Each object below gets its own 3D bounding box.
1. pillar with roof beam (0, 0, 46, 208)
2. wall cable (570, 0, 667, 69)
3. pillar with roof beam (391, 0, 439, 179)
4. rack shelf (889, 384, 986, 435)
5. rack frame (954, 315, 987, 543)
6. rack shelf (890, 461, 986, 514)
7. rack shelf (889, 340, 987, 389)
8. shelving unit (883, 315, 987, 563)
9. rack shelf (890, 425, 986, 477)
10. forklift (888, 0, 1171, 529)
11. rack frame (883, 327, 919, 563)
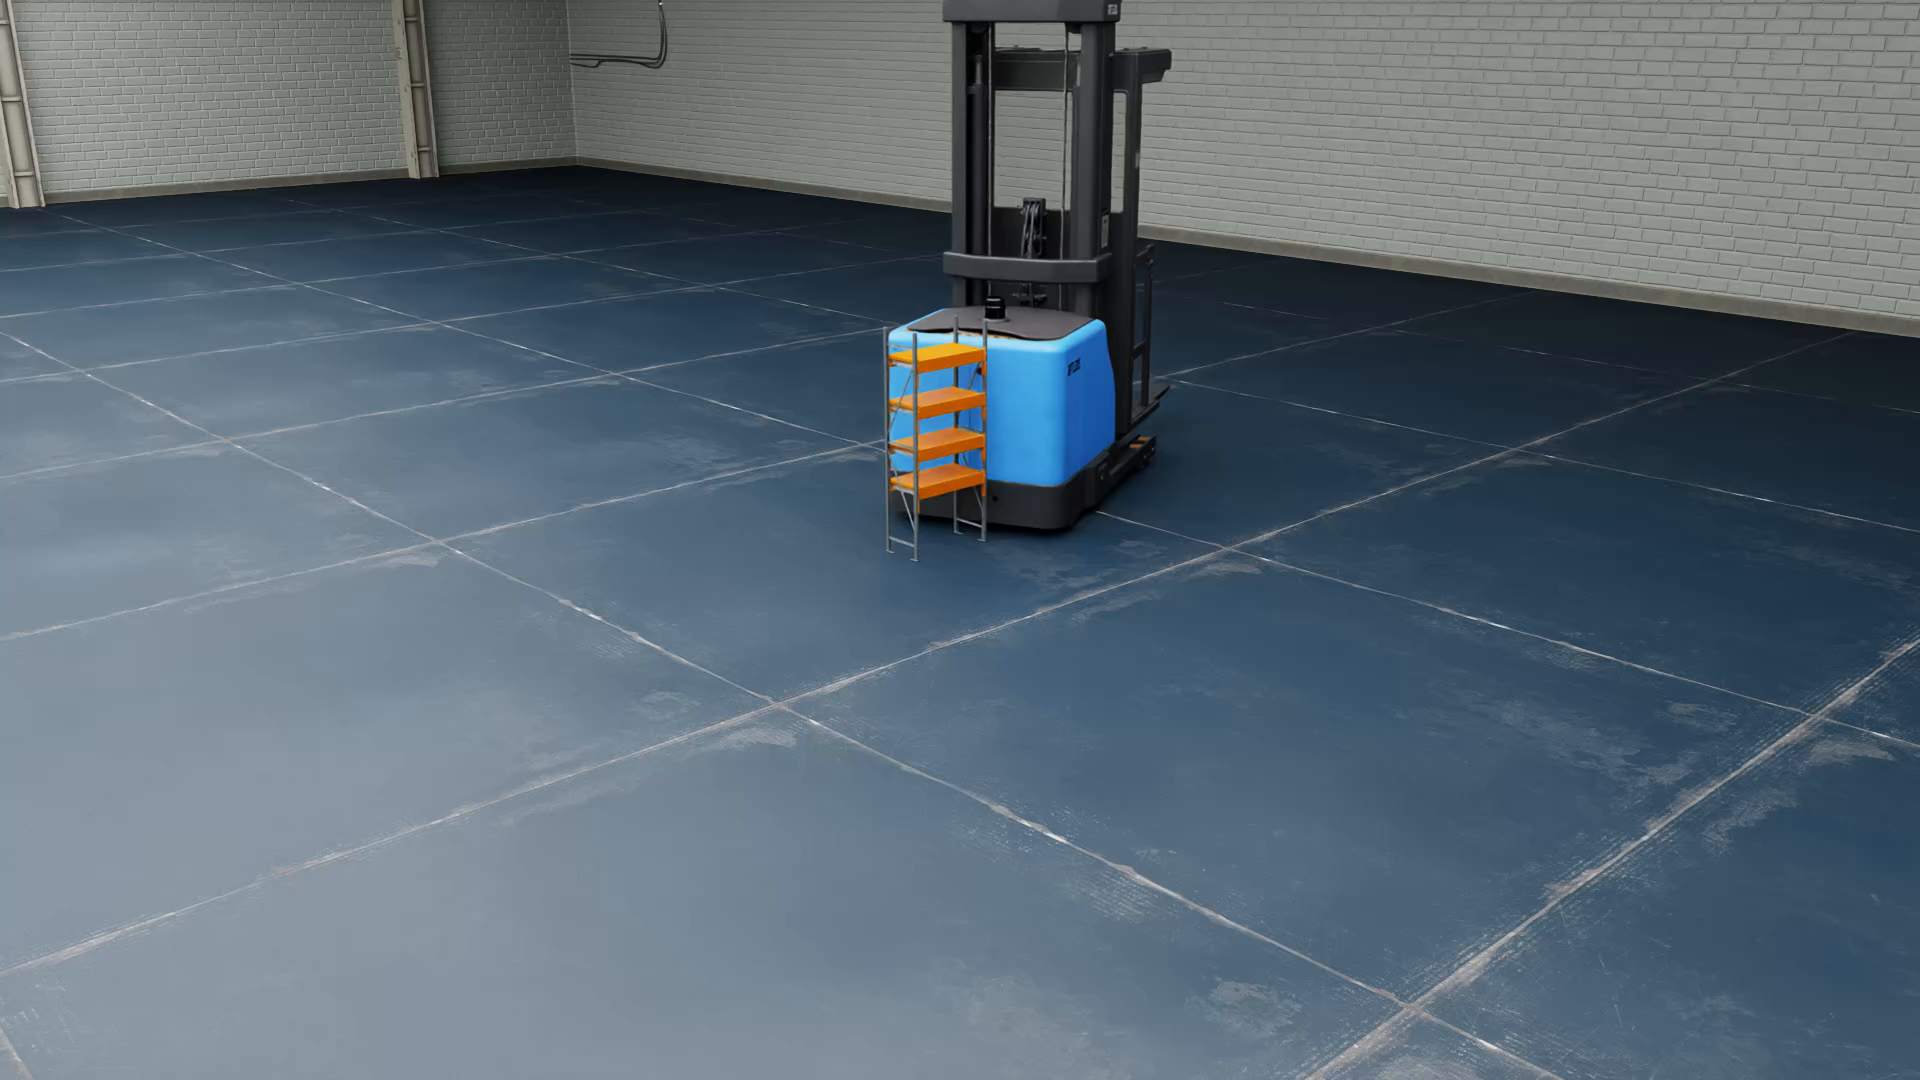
[{"bbox_3d":[-10.267,-8.048,19.217,0.400,9.000,9.100,-16,24,-41],"label":"pillar with roof beam"},{"bbox_3d":[-5.816,-9.135,27.604,0.112,2.526,3.097,-16,24,-41],"label":"wall cable"},{"bbox_3d":[-5.907,-9.320,23.139,0.400,9.000,9.100,-16,24,-41],"label":"pillar with roof beam"},{"bbox_3d":[-0.123,-0.682,8.636,0.480,0.148,0.258,-16,24,-41],"label":"rack shelf"},{"bbox_3d":[0.054,-0.585,8.844,0.015,1.200,0.240,-16,24,-41],"label":"rack frame"},{"bbox_3d":[-0.123,-0.280,8.766,0.480,0.148,0.258,-16,24,-41],"label":"rack shelf"},{"bbox_3d":[-0.123,-0.907,8.563,0.480,0.148,0.258,-16,24,-41],"label":"rack shelf"},{"bbox_3d":[-0.123,-0.533,8.684,0.503,1.200,0.258,-16,24,-41],"label":"shelving unit"},{"bbox_3d":[-0.123,-0.469,8.705,0.480,0.148,0.258,-16,24,-41],"label":"rack shelf"},{"bbox_3d":[0.597,-1.868,9.993,1.130,2.935,3.031,7,19,20],"label":"forklift"},{"bbox_3d":[-0.300,-0.482,8.525,0.015,1.200,0.240,-16,24,-41],"label":"rack frame"}]
